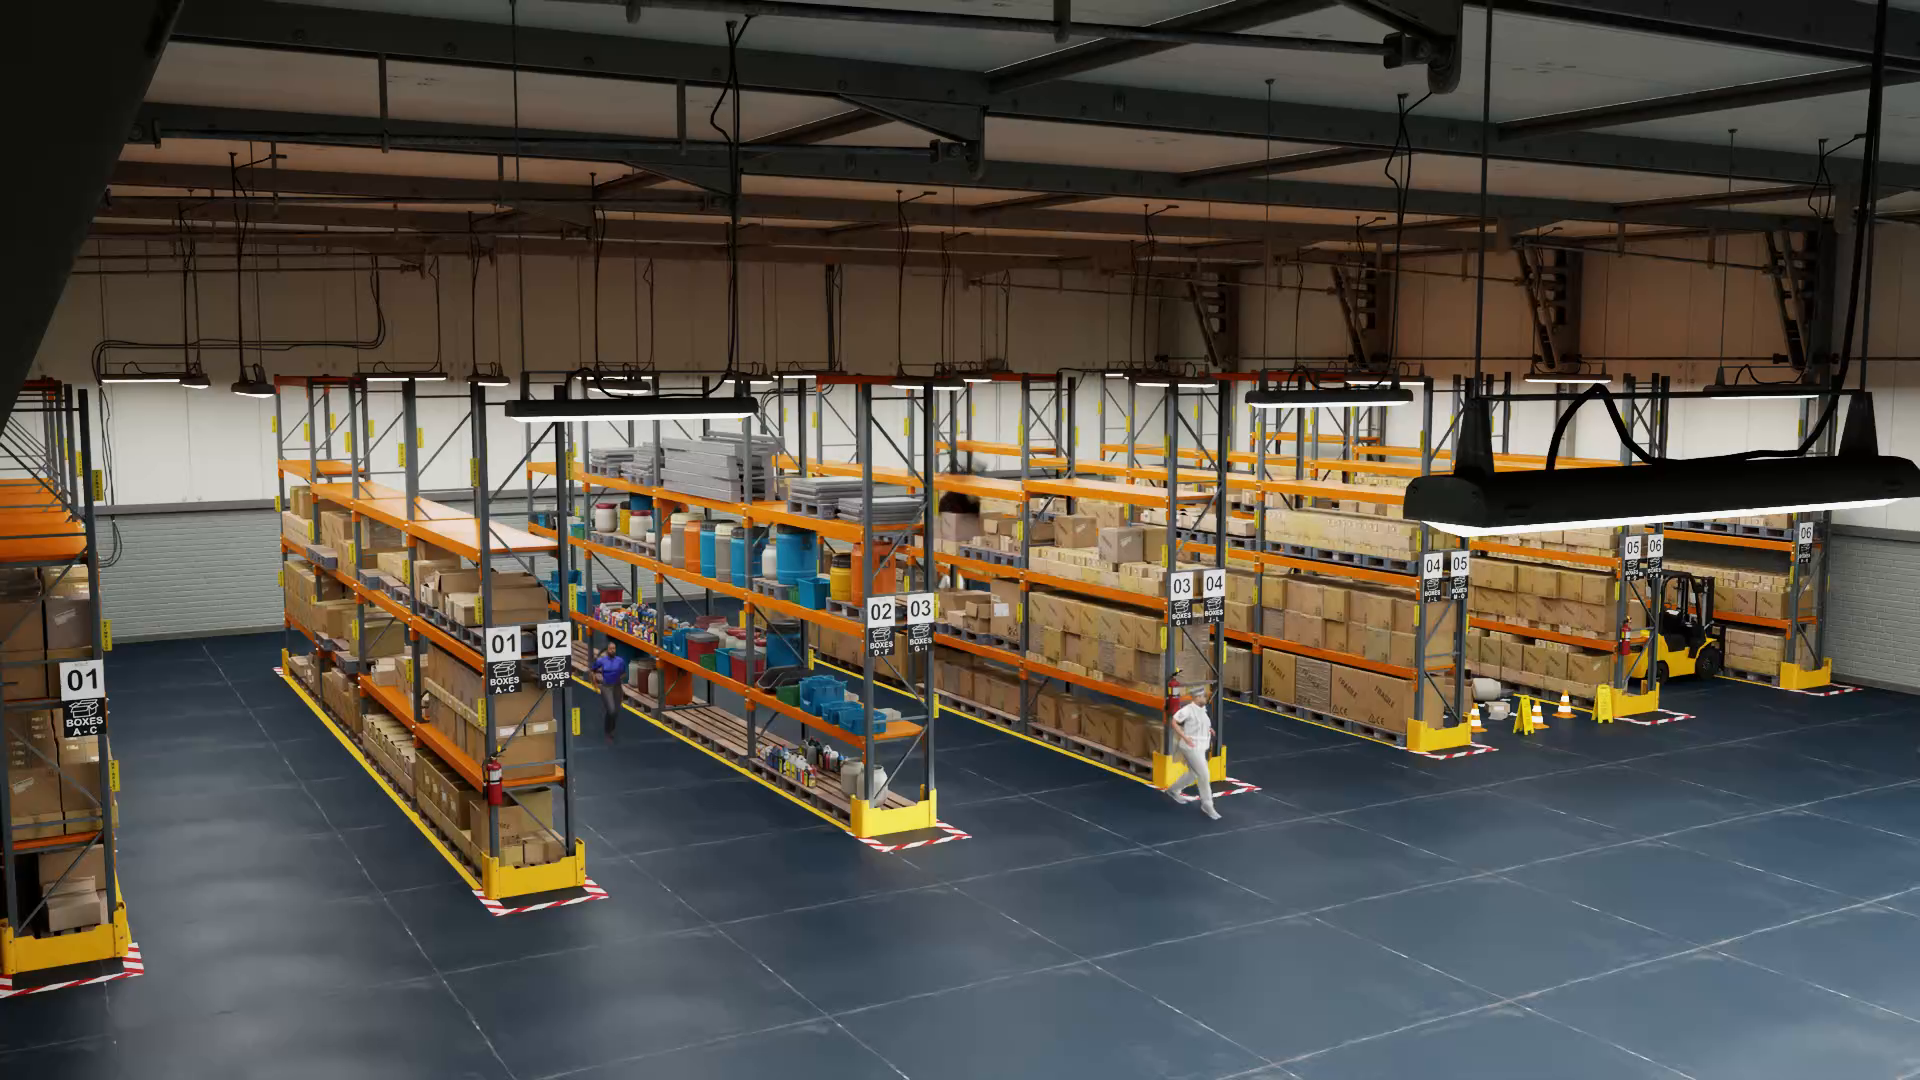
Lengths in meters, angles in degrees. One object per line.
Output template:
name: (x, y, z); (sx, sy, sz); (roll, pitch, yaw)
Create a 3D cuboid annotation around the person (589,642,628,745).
person: (-5.745, 2.528, 27.403); (0.542, 1.680, 0.701); (-4, 8, -34)

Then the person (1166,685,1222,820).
person: (3.318, 2.919, 23.264); (0.969, 1.785, 0.670); (4, 7, 31)

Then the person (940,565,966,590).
person: (-0.124, 1.380, 37.340); (0.732, 1.737, 0.621); (-4, 7, -29)
